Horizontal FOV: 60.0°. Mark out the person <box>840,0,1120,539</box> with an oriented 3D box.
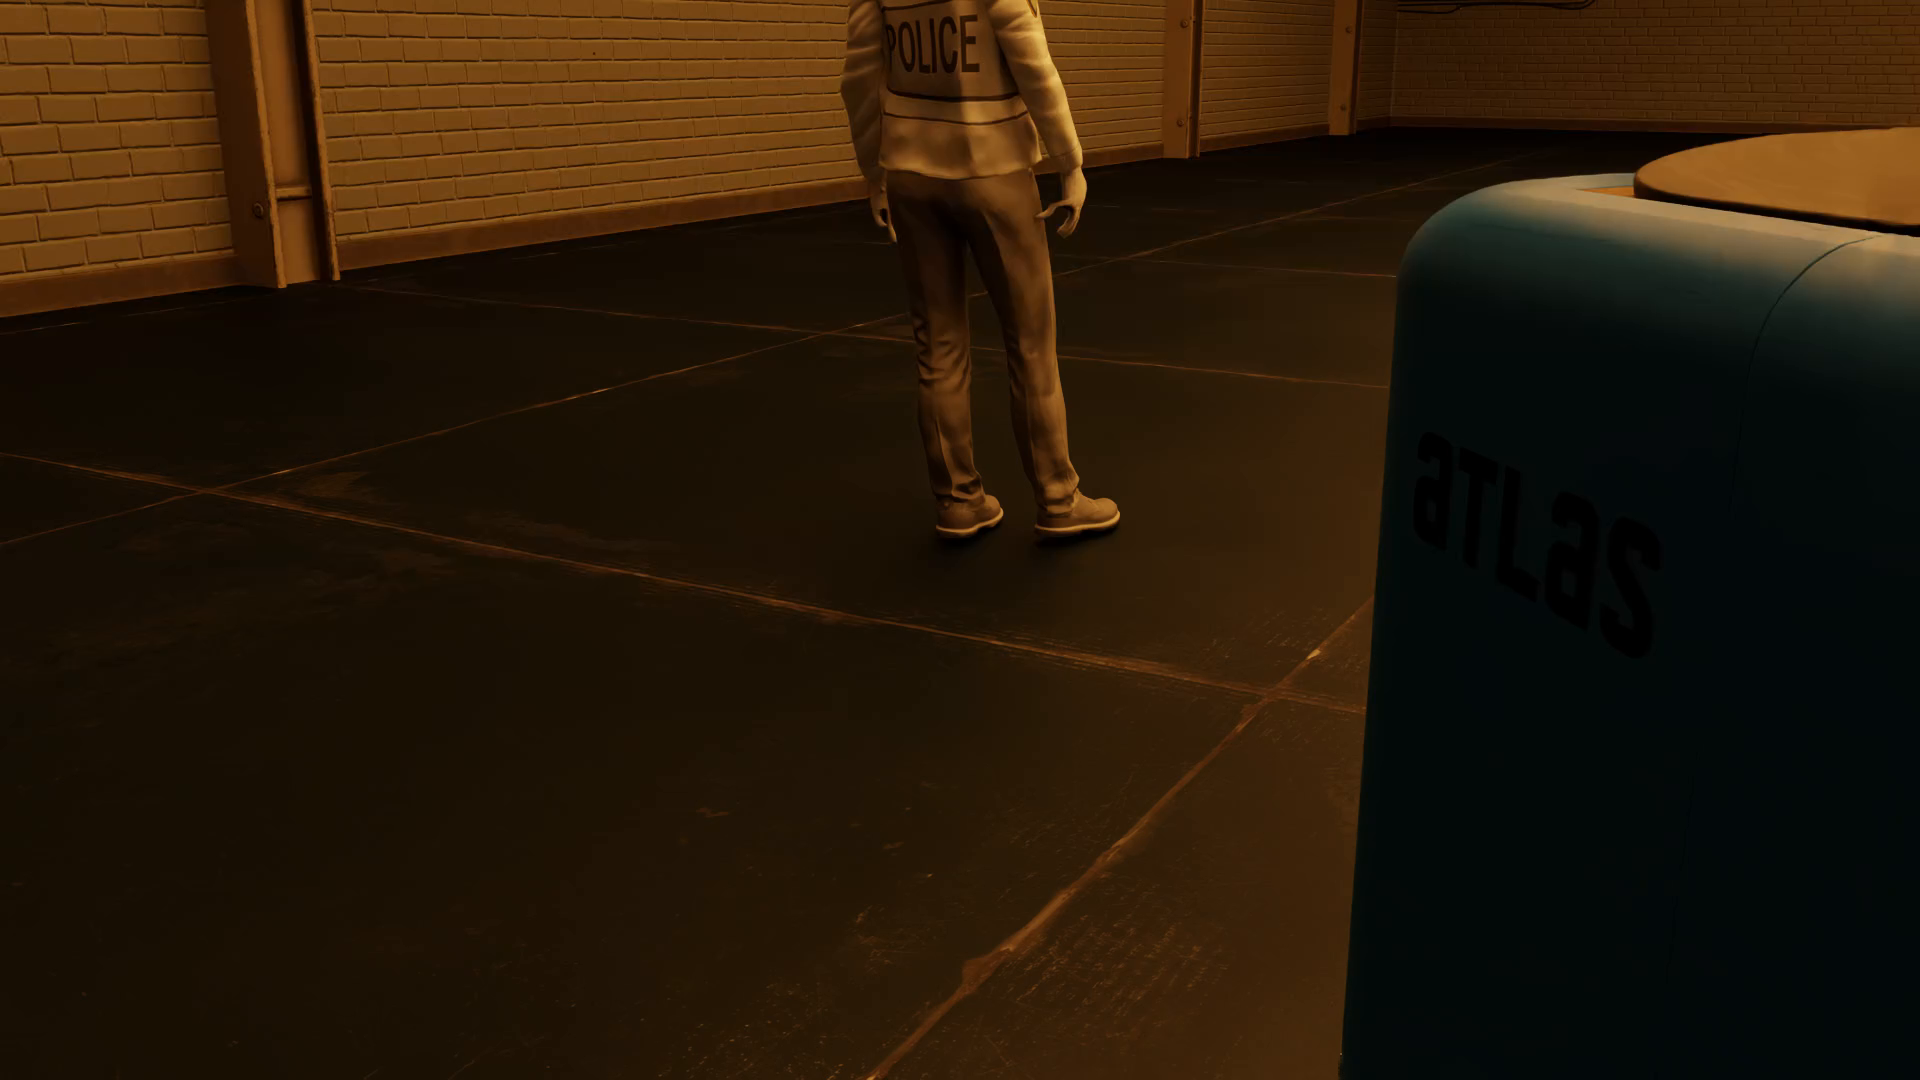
[{"bbox_3d":[0.039,-0.836,3.853,0.587,1.695,0.531,9,19,28],"label":"person"}]
